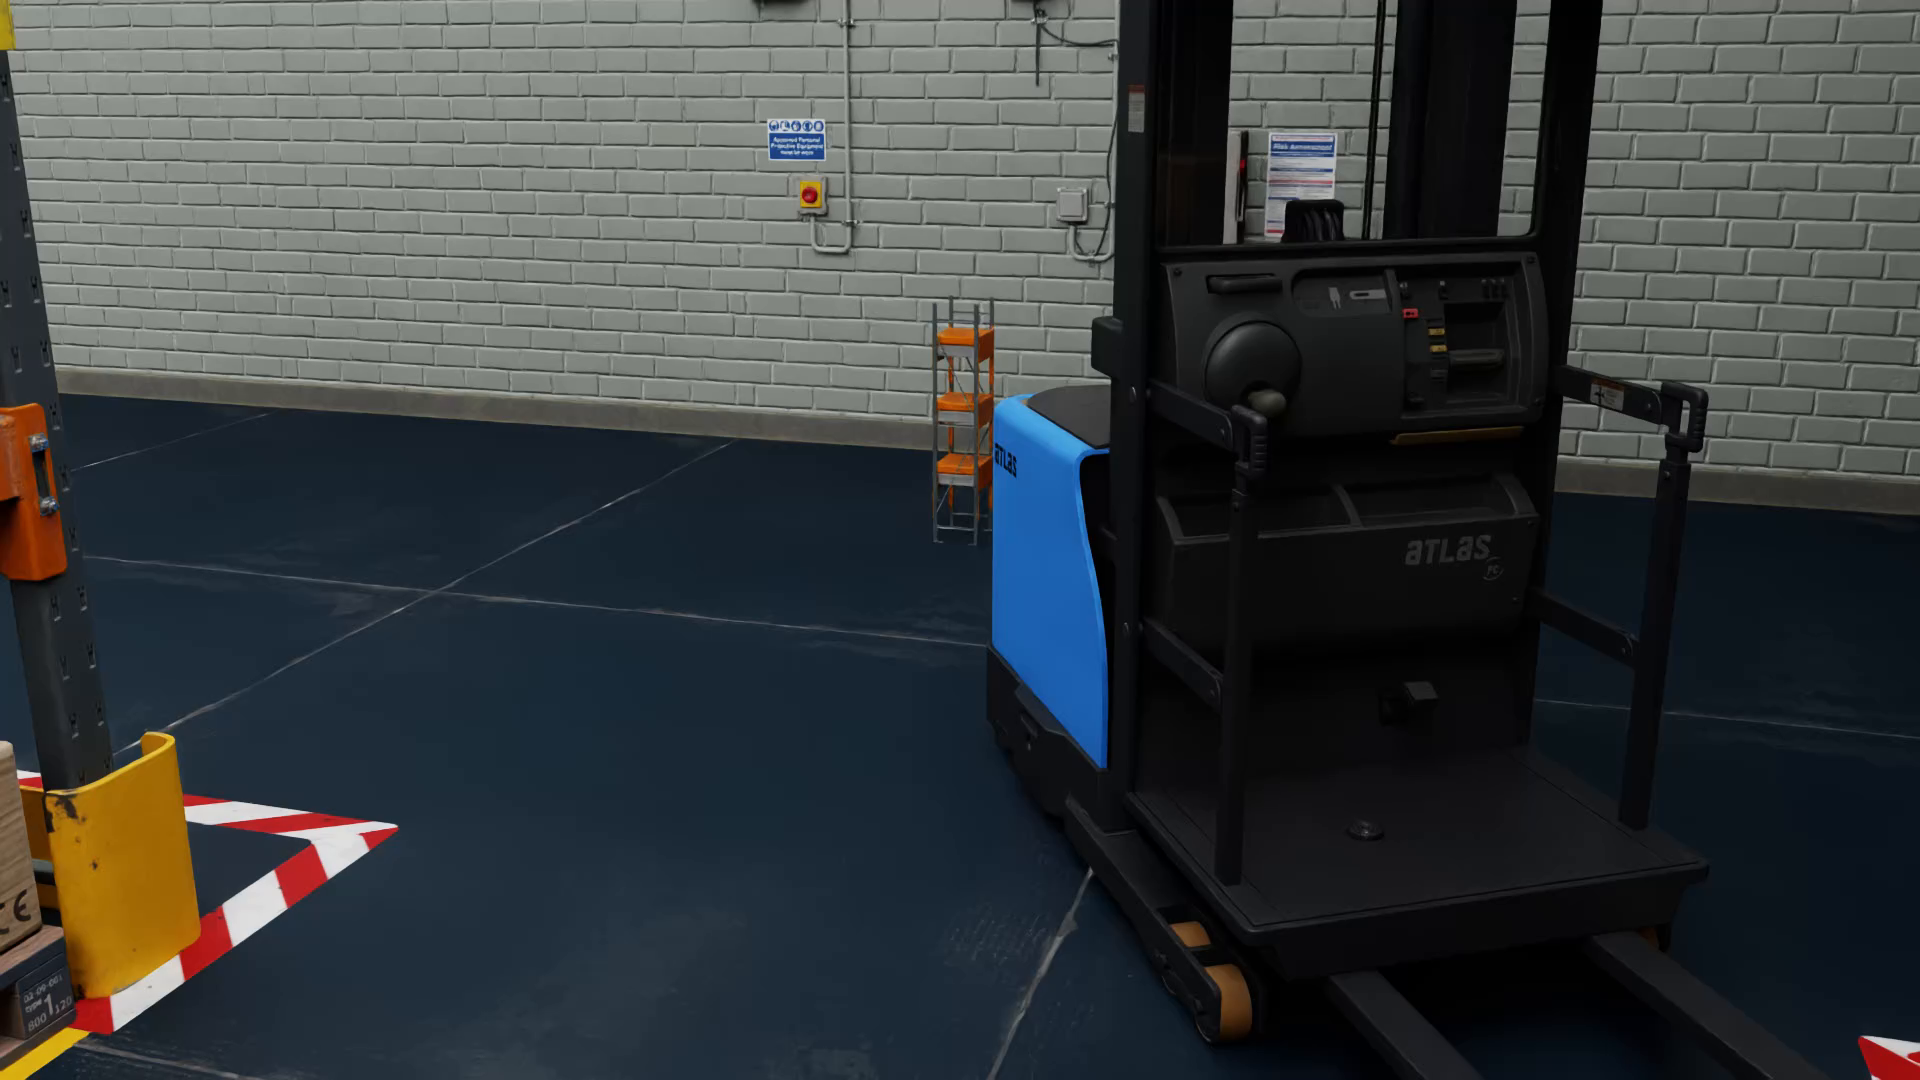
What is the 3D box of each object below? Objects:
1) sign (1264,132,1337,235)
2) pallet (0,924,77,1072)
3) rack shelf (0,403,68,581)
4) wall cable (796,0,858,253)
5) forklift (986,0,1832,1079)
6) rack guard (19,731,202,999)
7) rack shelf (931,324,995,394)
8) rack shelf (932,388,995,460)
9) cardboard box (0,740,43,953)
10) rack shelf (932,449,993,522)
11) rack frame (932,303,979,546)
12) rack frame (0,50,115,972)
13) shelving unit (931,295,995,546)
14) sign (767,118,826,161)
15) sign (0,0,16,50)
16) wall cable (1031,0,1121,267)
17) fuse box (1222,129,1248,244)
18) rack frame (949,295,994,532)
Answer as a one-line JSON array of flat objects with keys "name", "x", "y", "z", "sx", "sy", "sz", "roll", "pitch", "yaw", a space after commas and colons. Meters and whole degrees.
[{"name": "sign", "x": 1.667, "y": -1.743, "z": 8.153, "sx": 0.329, "sy": 0.494, "sz": 0.001, "roll": 5, "pitch": 16, "yaw": 16}, {"name": "pallet", "x": -2.571, "y": 1.060, "z": 3.207, "sx": 1.003, "sy": 0.211, "sz": 1.213, "roll": 5, "pitch": 16, "yaw": 16}, {"name": "rack shelf", "x": -2.987, "y": 0.372, "z": 1.839, "sx": 1.077, "sy": 0.370, "sz": 4.000, "roll": 5, "pitch": 16, "yaw": 16}, {"name": "wall cable", "x": -0.838, "y": -2.478, "z": 8.650, "sx": 0.585, "sy": 1.953, "sz": 0.123, "roll": 5, "pitch": 16, "yaw": 16}, {"name": "forklift", "x": 0.966, "y": -0.455, "z": 3.563, "sx": 1.130, "sy": 2.935, "sz": 3.031, "roll": -4, "pitch": 16, "yaw": -15}, {"name": "rack guard", "x": -2.412, "y": 0.699, "z": 3.948, "sx": 1.175, "sy": 0.500, "sz": 0.348, "roll": 5, "pitch": 16, "yaw": 16}, {"name": "rack shelf", "x": 0.015, "y": -0.782, "z": 7.161, "sx": 0.215, "sy": 0.259, "sz": 0.240, "roll": 5, "pitch": 16, "yaw": 16}, {"name": "rack shelf", "x": 0.015, "y": -0.509, "z": 7.238, "sx": 0.215, "sy": 0.259, "sz": 0.240, "roll": 5, "pitch": 16, "yaw": 16}, {"name": "cardboard box", "x": -2.510, "y": 0.714, "z": 3.241, "sx": 0.875, "sy": 0.438, "sz": 0.875, "roll": 4, "pitch": 16, "yaw": 14}, {"name": "rack shelf", "x": 0.015, "y": -0.242, "z": 7.314, "sx": 0.215, "sy": 0.259, "sz": 0.240, "roll": 5, "pitch": 16, "yaw": 16}, {"name": "rack frame", "x": -0.019, "y": -0.487, "z": 7.123, "sx": 0.200, "sy": 1.050, "sz": 0.008, "roll": 5, "pitch": 16, "yaw": 16}, {"name": "rack frame", "x": -2.418, "y": -0.497, "z": 3.585, "sx": 1.000, "sy": 3.000, "sz": 0.127, "roll": 5, "pitch": 16, "yaw": 16}, {"name": "shelving unit", "x": 0.015, "y": -0.519, "z": 7.235, "sx": 0.215, "sy": 1.050, "sz": 0.252, "roll": 5, "pitch": 16, "yaw": 16}, {"name": "sign", "x": -0.867, "y": -2.124, "z": 8.825, "sx": 0.327, "sy": 0.218, "sz": 0.001, "roll": 5, "pitch": 16, "yaw": 16}, {"name": "sign", "x": -1.902, "y": -1.122, "z": 3.234, "sx": 0.100, "sy": 0.325, "sz": 0.005, "roll": 5, "pitch": 16, "yaw": 16}, {"name": "wall cable", "x": 0.525, "y": -2.356, "z": 8.277, "sx": 0.588, "sy": 1.984, "sz": 0.122, "roll": 5, "pitch": 16, "yaw": 16}, {"name": "fuse box", "x": 1.134, "y": -1.153, "z": 8.260, "sx": 0.539, "sy": 1.711, "sz": 0.414, "roll": 5, "pitch": 16, "yaw": 16}, {"name": "rack frame", "x": 0.050, "y": -0.551, "z": 7.348, "sx": 0.200, "sy": 1.050, "sz": 0.008, "roll": 5, "pitch": 16, "yaw": 16}]
